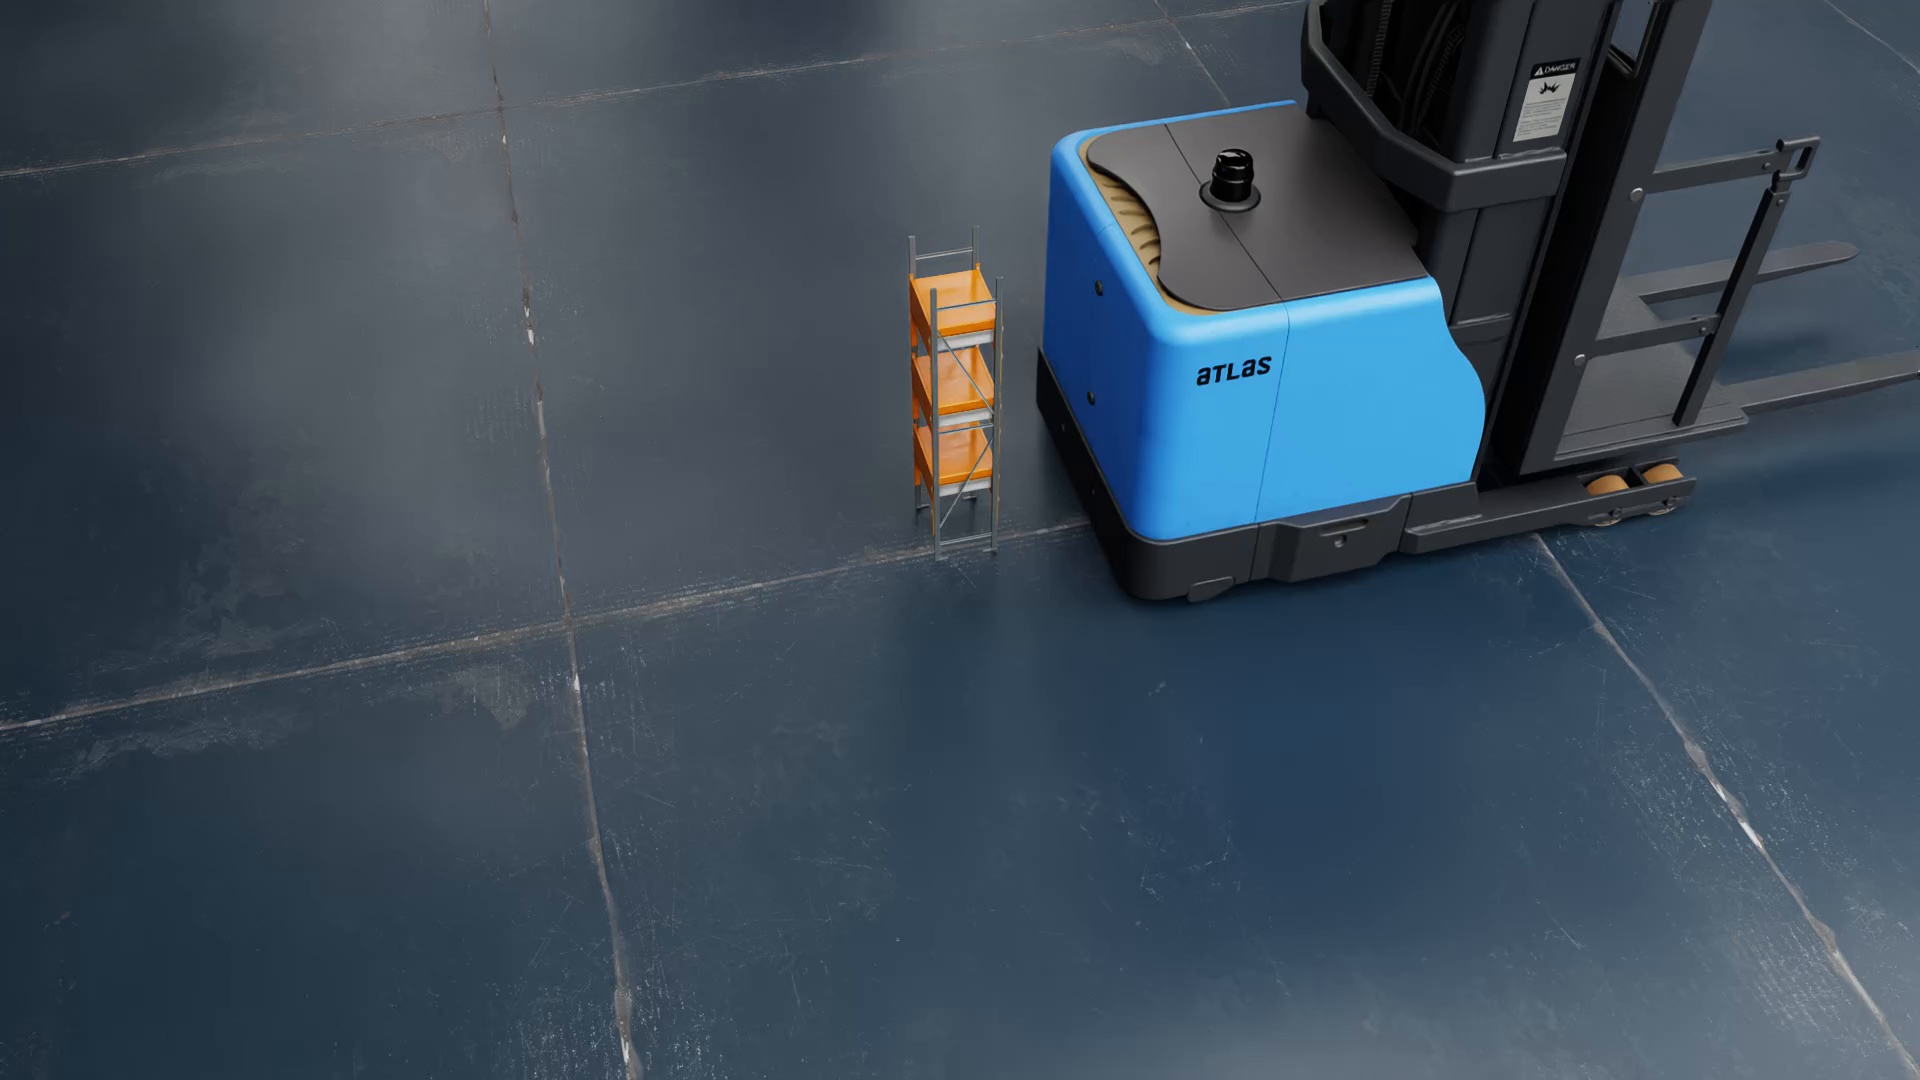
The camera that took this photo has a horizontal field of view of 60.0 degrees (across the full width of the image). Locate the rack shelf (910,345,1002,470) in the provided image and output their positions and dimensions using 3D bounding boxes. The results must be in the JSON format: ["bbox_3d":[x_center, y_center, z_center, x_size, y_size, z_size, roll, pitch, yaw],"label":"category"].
[{"bbox_3d":[-0.014,-0.397,4.919,0.215,0.259,0.240,-11,47,-10],"label":"rack shelf"}]

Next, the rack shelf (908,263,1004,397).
[{"bbox_3d":[-0.014,-0.596,4.716,0.215,0.259,0.240,-11,47,-10],"label":"rack shelf"}]

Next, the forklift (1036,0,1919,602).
[{"bbox_3d":[1.831,-1.424,4.593,3.031,2.935,1.130,-11,47,-11],"label":"forklift"}]

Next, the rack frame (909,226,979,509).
[{"bbox_3d":[-0.045,-0.489,4.994,0.200,1.050,0.008,-11,47,-10],"label":"rack frame"}]

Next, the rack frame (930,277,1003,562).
[{"bbox_3d":[0.018,-0.320,4.829,0.200,1.050,0.008,-11,47,-10],"label":"rack frame"}]

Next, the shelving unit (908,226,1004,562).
[{"bbox_3d":[-0.014,-0.404,4.911,0.215,1.050,0.252,-11,47,-10],"label":"shelving unit"}]

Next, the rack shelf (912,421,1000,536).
[{"bbox_3d":[-0.014,-0.202,5.117,0.215,0.259,0.240,-11,47,-10],"label":"rack shelf"}]
